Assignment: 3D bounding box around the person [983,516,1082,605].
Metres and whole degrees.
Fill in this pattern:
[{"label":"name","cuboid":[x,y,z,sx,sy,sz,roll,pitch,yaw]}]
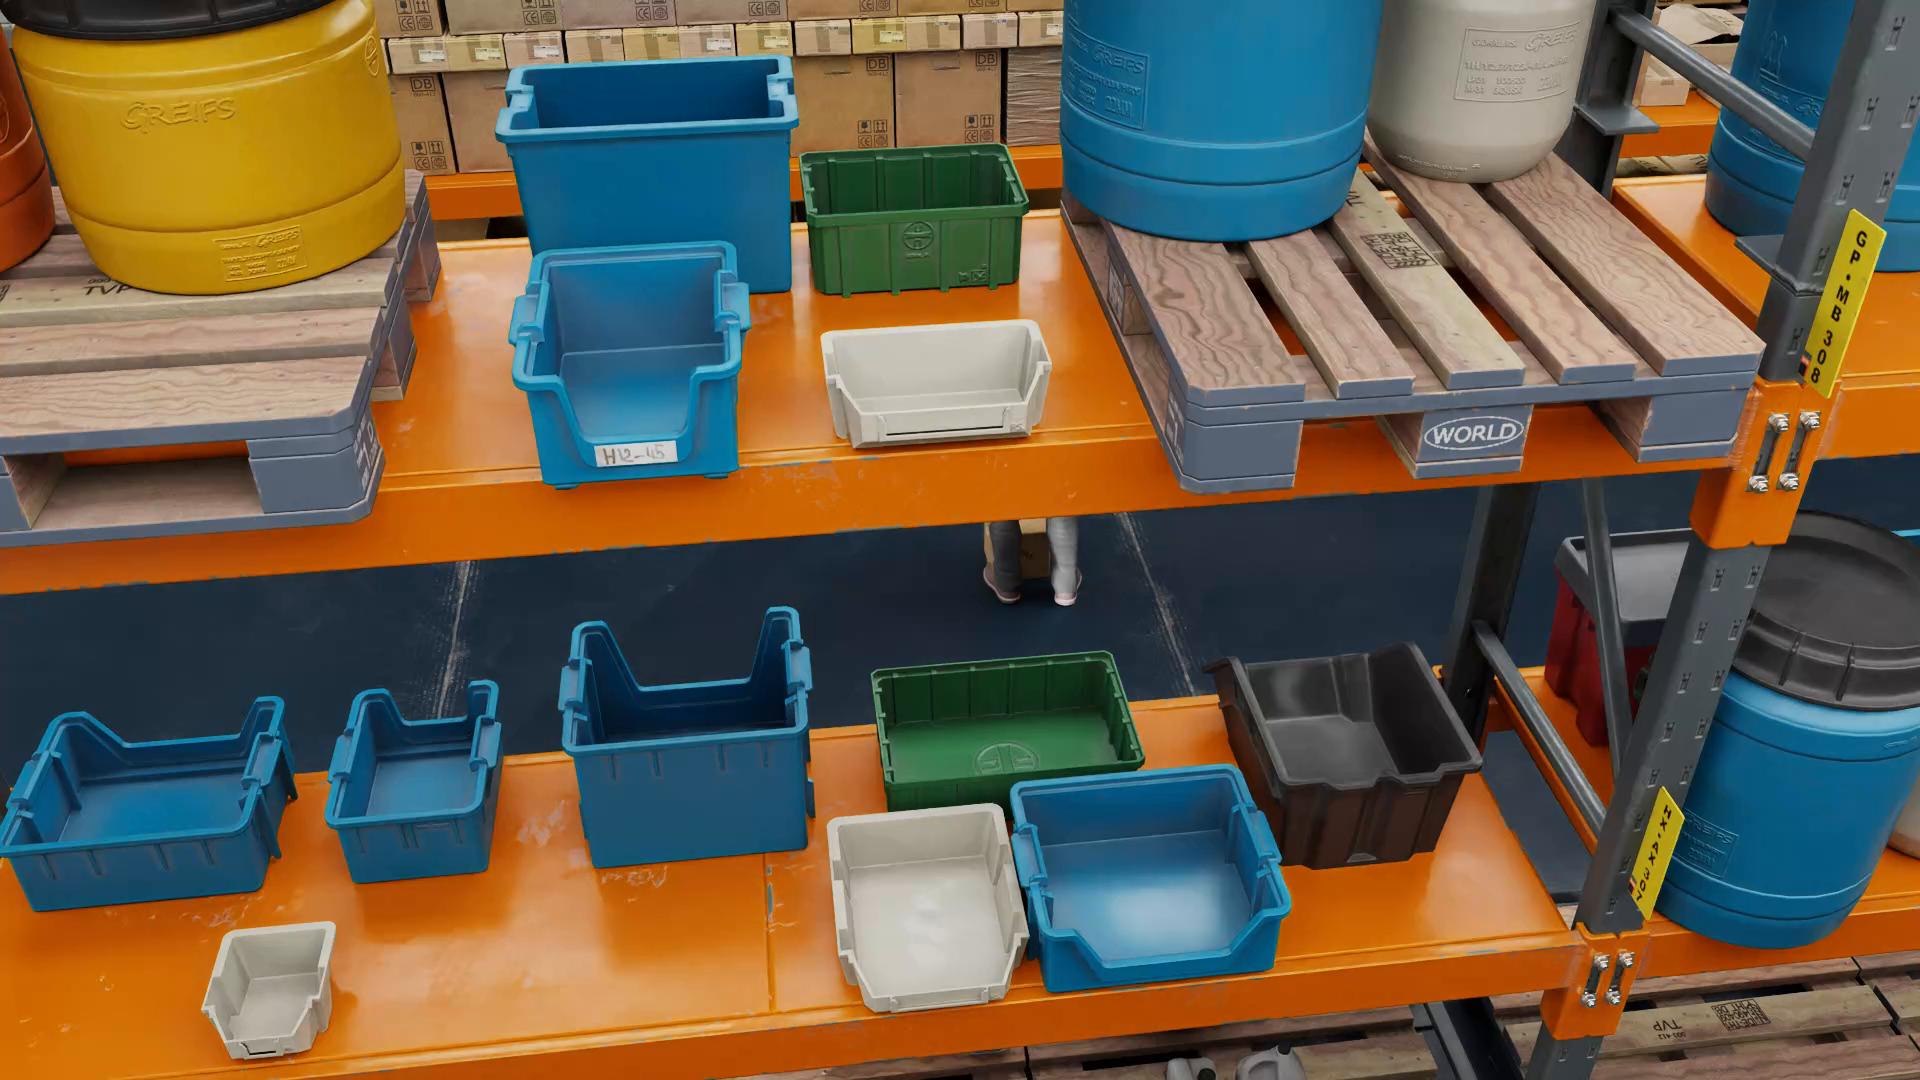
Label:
[{"label":"person","cuboid":[0.284,-0.453,6.796,0.532,1.655,0.400,-6,35,-9]}]
